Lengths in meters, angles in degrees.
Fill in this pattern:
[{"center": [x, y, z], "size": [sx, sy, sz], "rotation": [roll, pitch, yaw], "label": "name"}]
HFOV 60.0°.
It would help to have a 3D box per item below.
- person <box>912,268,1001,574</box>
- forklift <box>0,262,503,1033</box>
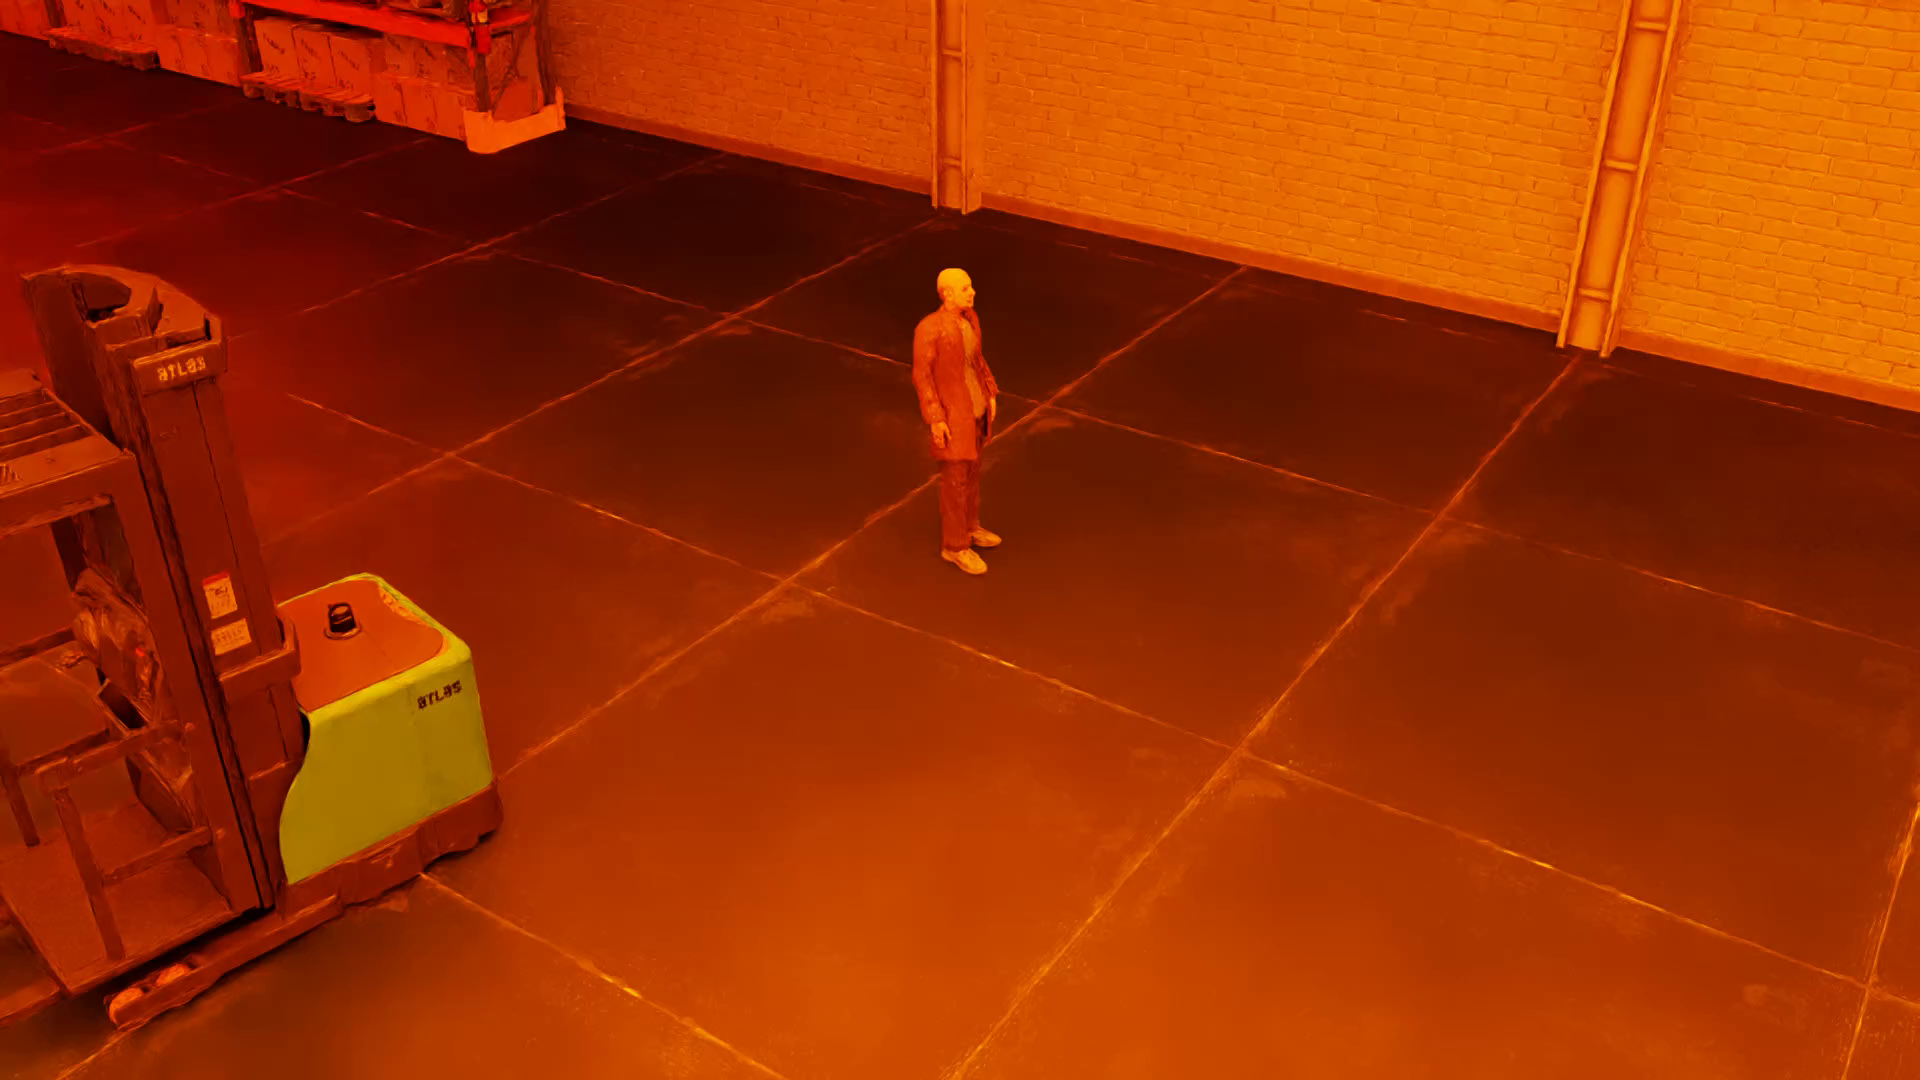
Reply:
[{"center": [0.073, -0.748, 10.003], "size": [0.580, 1.776, 0.694], "rotation": [19, 35, 29], "label": "person"}, {"center": [-3.615, 0.488, 6.740], "size": [3.031, 2.935, 1.130], "rotation": [-26, 39, -37], "label": "forklift"}]
